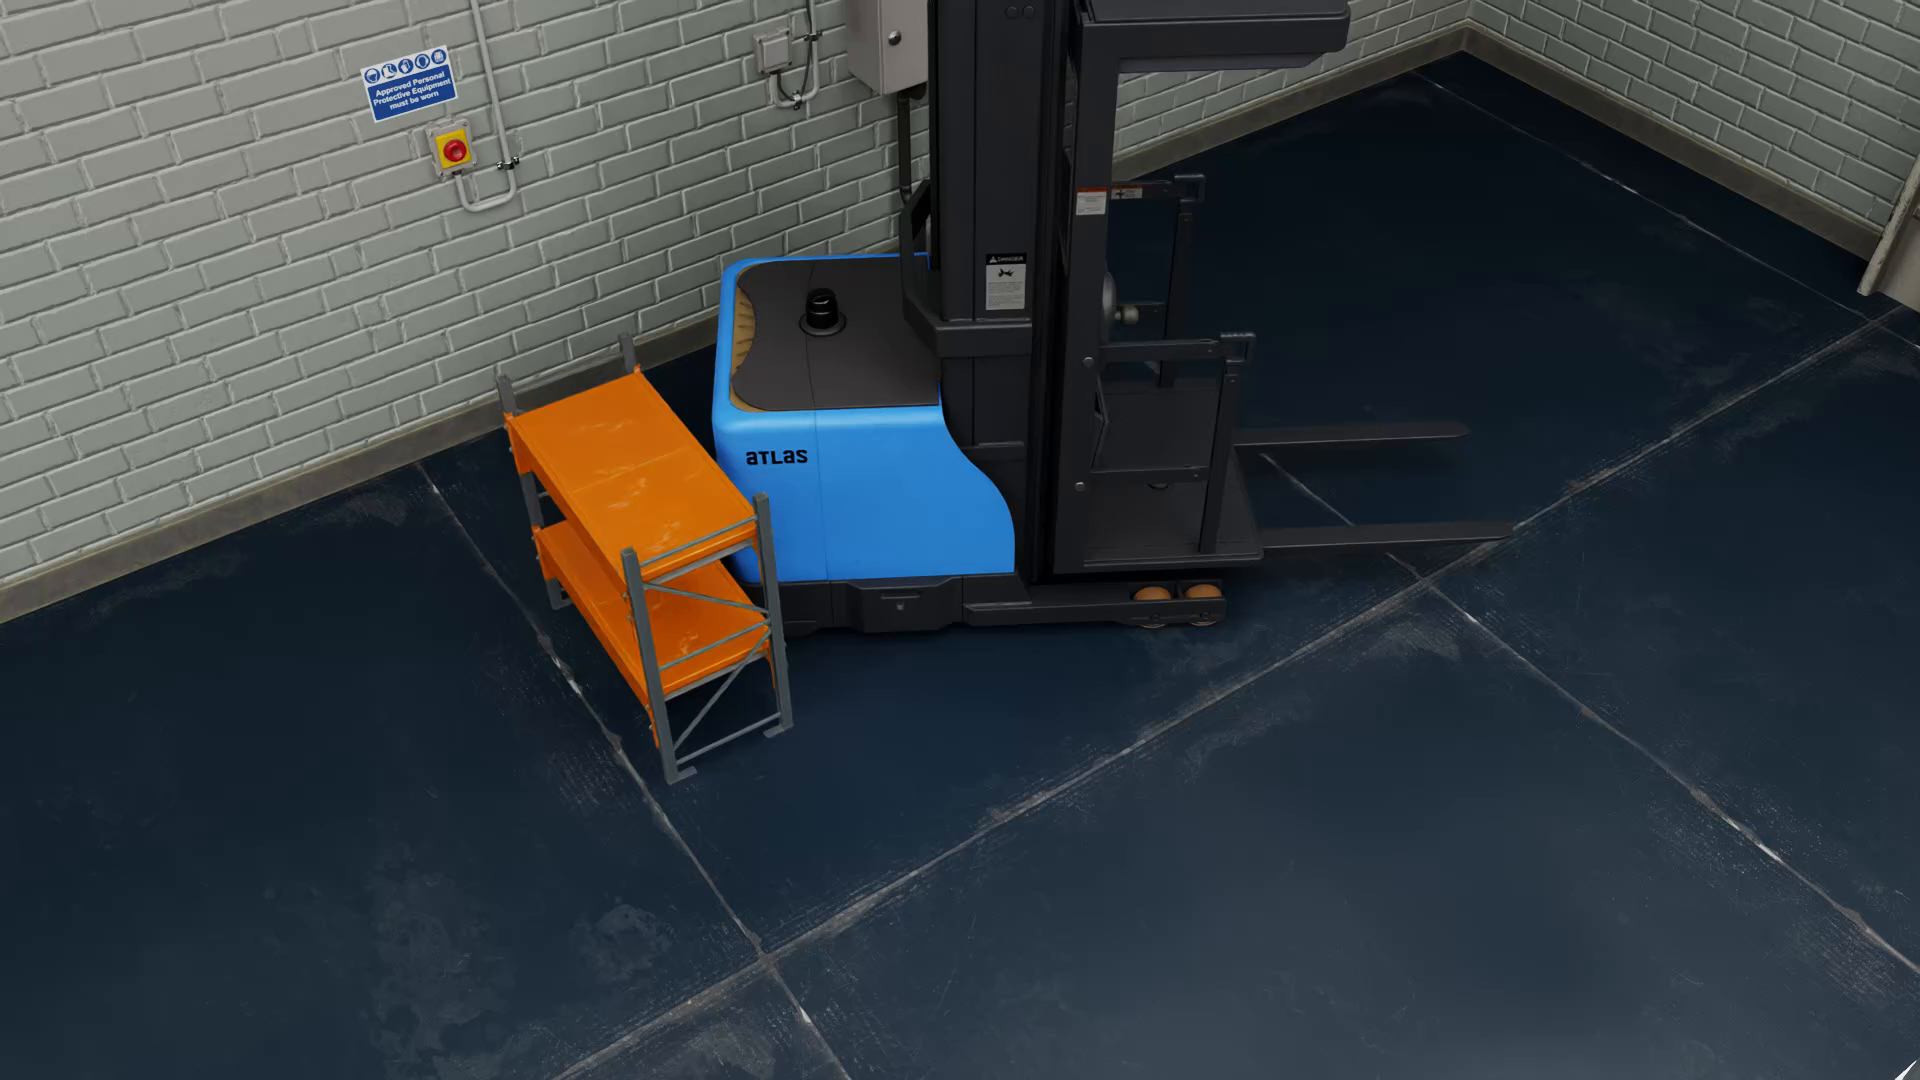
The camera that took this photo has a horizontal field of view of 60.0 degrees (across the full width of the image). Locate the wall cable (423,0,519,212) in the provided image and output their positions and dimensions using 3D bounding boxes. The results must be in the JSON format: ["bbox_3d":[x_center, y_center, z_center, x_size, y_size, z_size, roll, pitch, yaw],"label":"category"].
[{"bbox_3d":[-1.958,-1.951,5.863,0.585,1.953,0.123,-26,49,-24],"label":"wall cable"}]

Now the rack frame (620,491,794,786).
[{"bbox_3d":[-0.823,0.354,5.564,0.500,1.125,0.032,-24,49,-23],"label":"rack frame"}]

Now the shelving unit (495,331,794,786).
[{"bbox_3d":[-1.100,0.060,5.872,0.538,1.125,1.048,-24,49,-23],"label":"shelving unit"}]

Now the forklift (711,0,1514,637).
[{"bbox_3d":[0.621,-1.087,5.766,3.031,2.935,1.130,-2,44,-3],"label":"forklift"}]

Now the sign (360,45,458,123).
[{"bbox_3d":[-2.033,-1.686,6.148,0.327,0.218,0.001,-26,49,-24],"label":"sign"}]

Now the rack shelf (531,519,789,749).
[{"bbox_3d":[-1.100,0.237,6.041,0.538,0.278,1.000,-24,49,-23],"label":"rack shelf"}]

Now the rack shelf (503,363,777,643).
[{"bbox_3d":[-1.100,-0.152,5.670,0.538,0.278,1.000,-24,49,-23],"label":"rack shelf"}]

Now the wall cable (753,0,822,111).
[{"bbox_3d":[-0.801,-2.507,6.468,0.588,1.984,0.122,-26,49,-24],"label":"wall cable"}]

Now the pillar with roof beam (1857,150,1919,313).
[{"bbox_3d":[1.022,-2.704,3.065,9.100,9.000,0.400,-26,49,-24],"label":"pillar with roof beam"}]

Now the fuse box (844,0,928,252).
[{"bbox_3d":[-0.152,-1.854,7.453,0.539,1.711,0.414,-26,49,-24],"label":"fuse box"}]

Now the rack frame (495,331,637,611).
[{"bbox_3d":[-1.377,-0.234,6.180,0.500,1.125,0.032,-24,49,-23],"label":"rack frame"}]
